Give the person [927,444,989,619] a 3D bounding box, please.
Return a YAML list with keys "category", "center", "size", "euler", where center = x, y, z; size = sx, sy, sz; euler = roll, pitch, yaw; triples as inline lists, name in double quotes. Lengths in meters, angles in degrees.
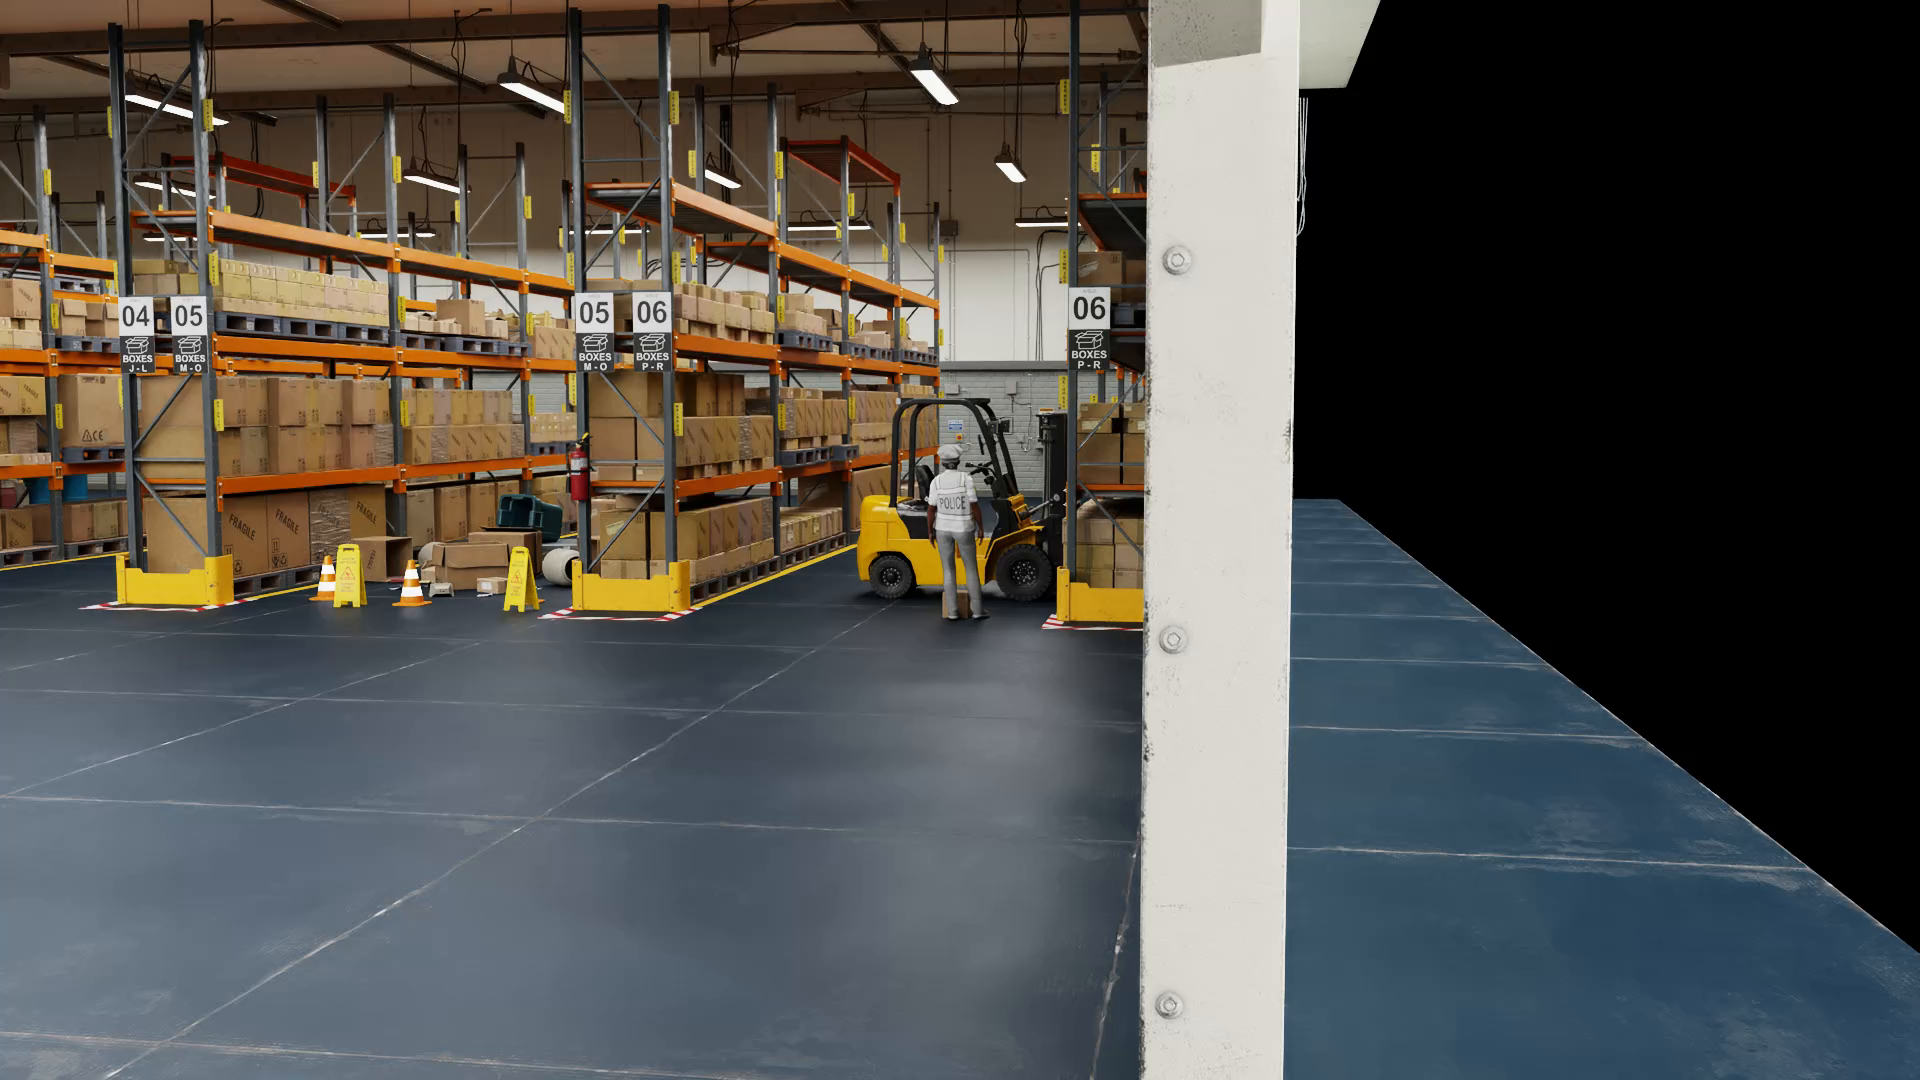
- category: "person"
  center: [-0.022, -0.082, 16.100]
  size: [0.570, 1.695, 0.529]
  euler: [1, 5, 9]
